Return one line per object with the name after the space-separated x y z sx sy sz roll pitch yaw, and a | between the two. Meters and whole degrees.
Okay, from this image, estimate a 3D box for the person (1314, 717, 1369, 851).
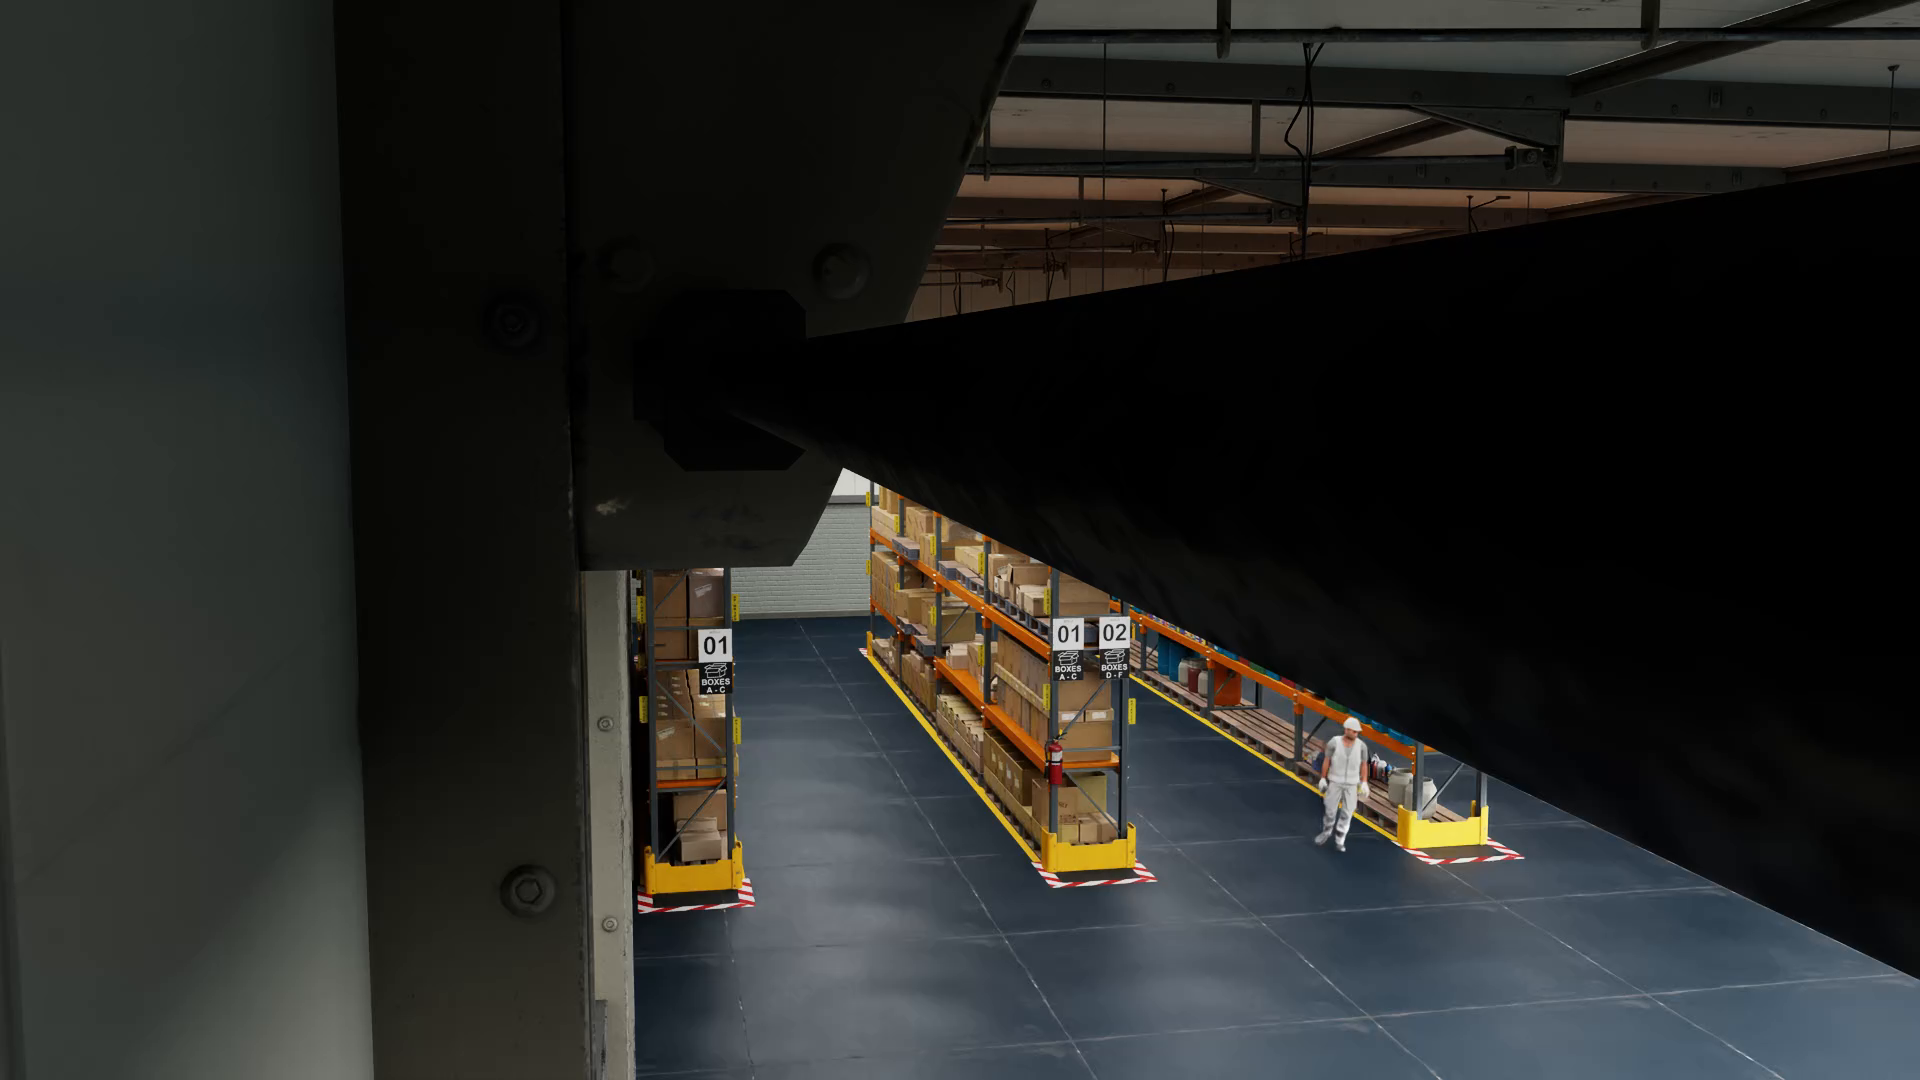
4.982 3.169 21.670 0.666 1.763 0.471 0 6 1 | person
